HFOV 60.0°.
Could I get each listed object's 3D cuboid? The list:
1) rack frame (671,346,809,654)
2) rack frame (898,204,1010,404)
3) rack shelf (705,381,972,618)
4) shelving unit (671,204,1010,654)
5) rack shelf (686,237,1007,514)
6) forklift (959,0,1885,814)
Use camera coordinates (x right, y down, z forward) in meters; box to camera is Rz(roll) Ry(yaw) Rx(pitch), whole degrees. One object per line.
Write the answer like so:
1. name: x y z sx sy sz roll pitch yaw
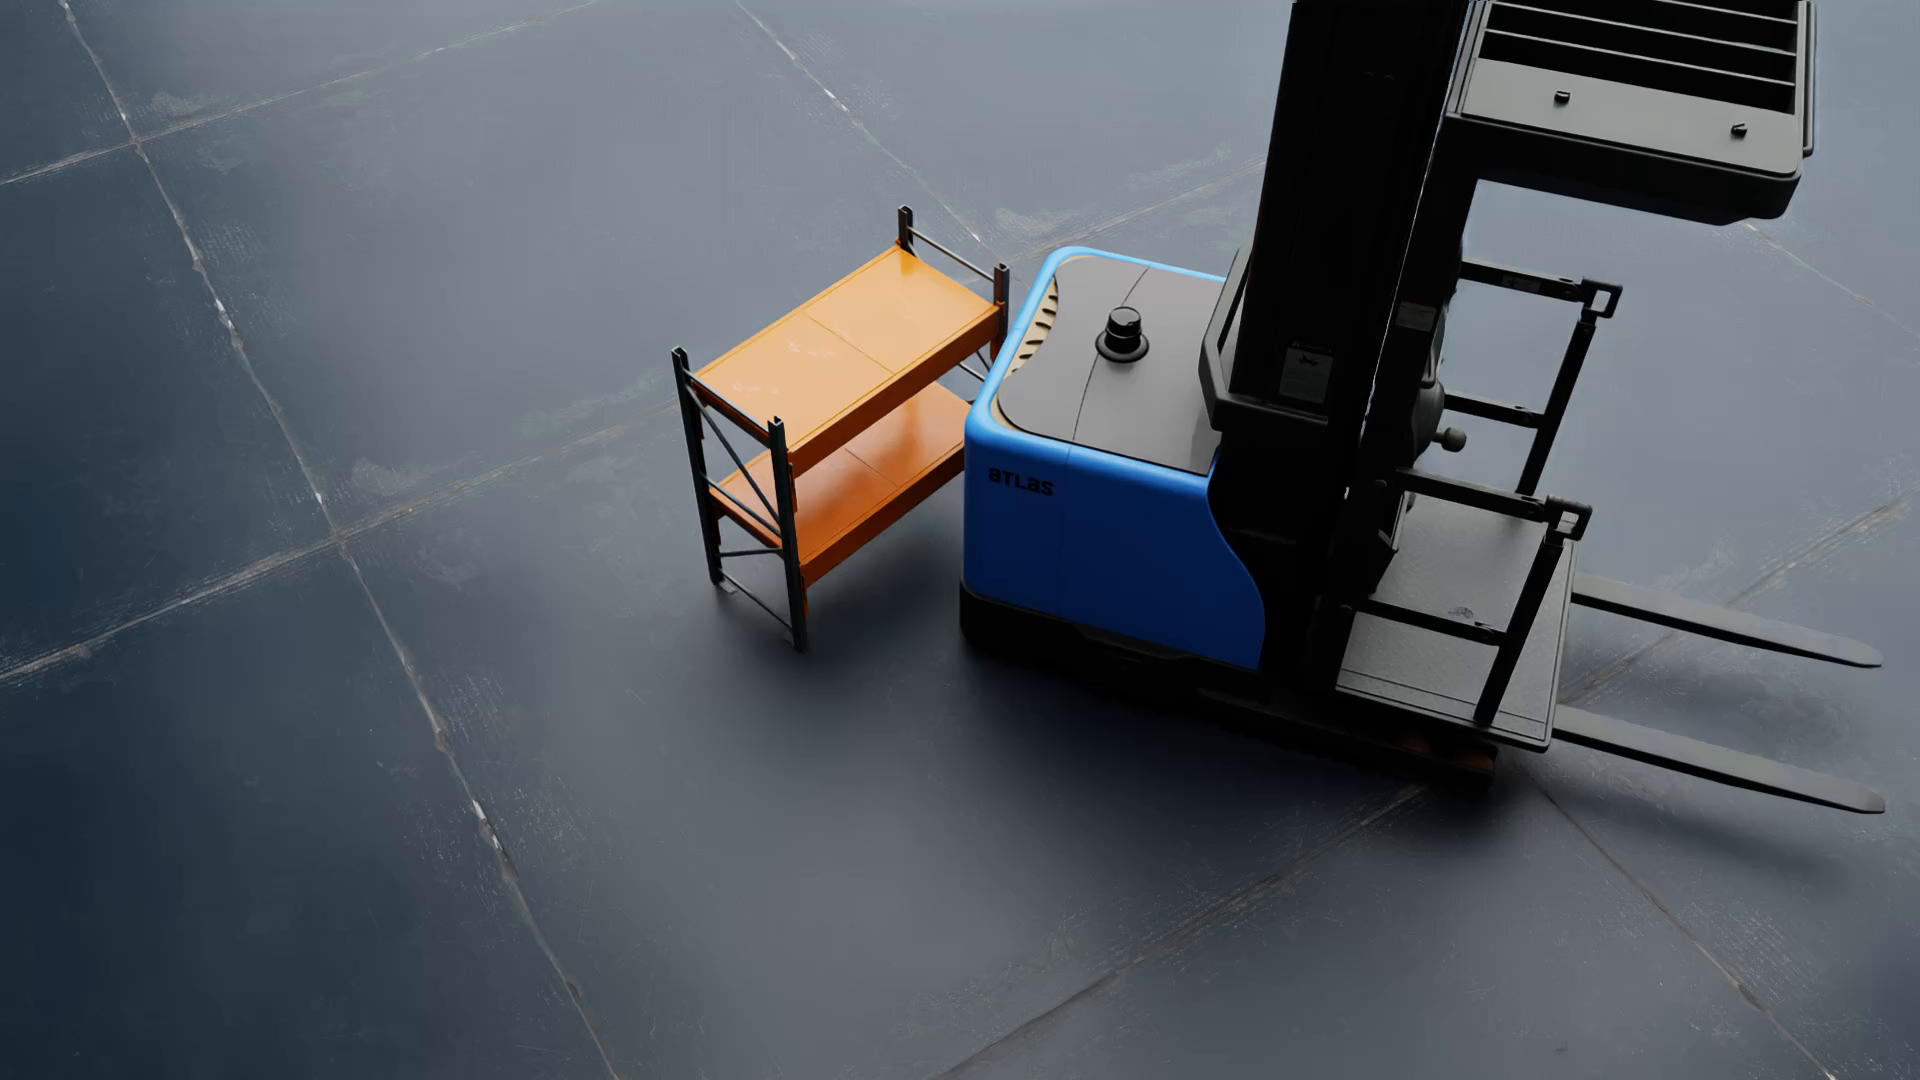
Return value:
1. rack frame: -0.728 -0.109 5.594 0.500 1.125 0.032 36 57 27
2. rack frame: -0.025 -0.657 6.082 0.500 1.125 0.032 36 57 27
3. rack shelf: -0.376 -0.220 6.020 0.538 0.278 1.000 36 57 27
4. shelving unit: -0.376 -0.383 5.838 0.538 1.125 1.048 36 57 27
5. rack shelf: -0.376 -0.578 5.619 0.538 0.278 1.000 36 57 27
6. forklift: 1.572 -0.586 4.809 3.031 2.935 1.130 15 50 13
